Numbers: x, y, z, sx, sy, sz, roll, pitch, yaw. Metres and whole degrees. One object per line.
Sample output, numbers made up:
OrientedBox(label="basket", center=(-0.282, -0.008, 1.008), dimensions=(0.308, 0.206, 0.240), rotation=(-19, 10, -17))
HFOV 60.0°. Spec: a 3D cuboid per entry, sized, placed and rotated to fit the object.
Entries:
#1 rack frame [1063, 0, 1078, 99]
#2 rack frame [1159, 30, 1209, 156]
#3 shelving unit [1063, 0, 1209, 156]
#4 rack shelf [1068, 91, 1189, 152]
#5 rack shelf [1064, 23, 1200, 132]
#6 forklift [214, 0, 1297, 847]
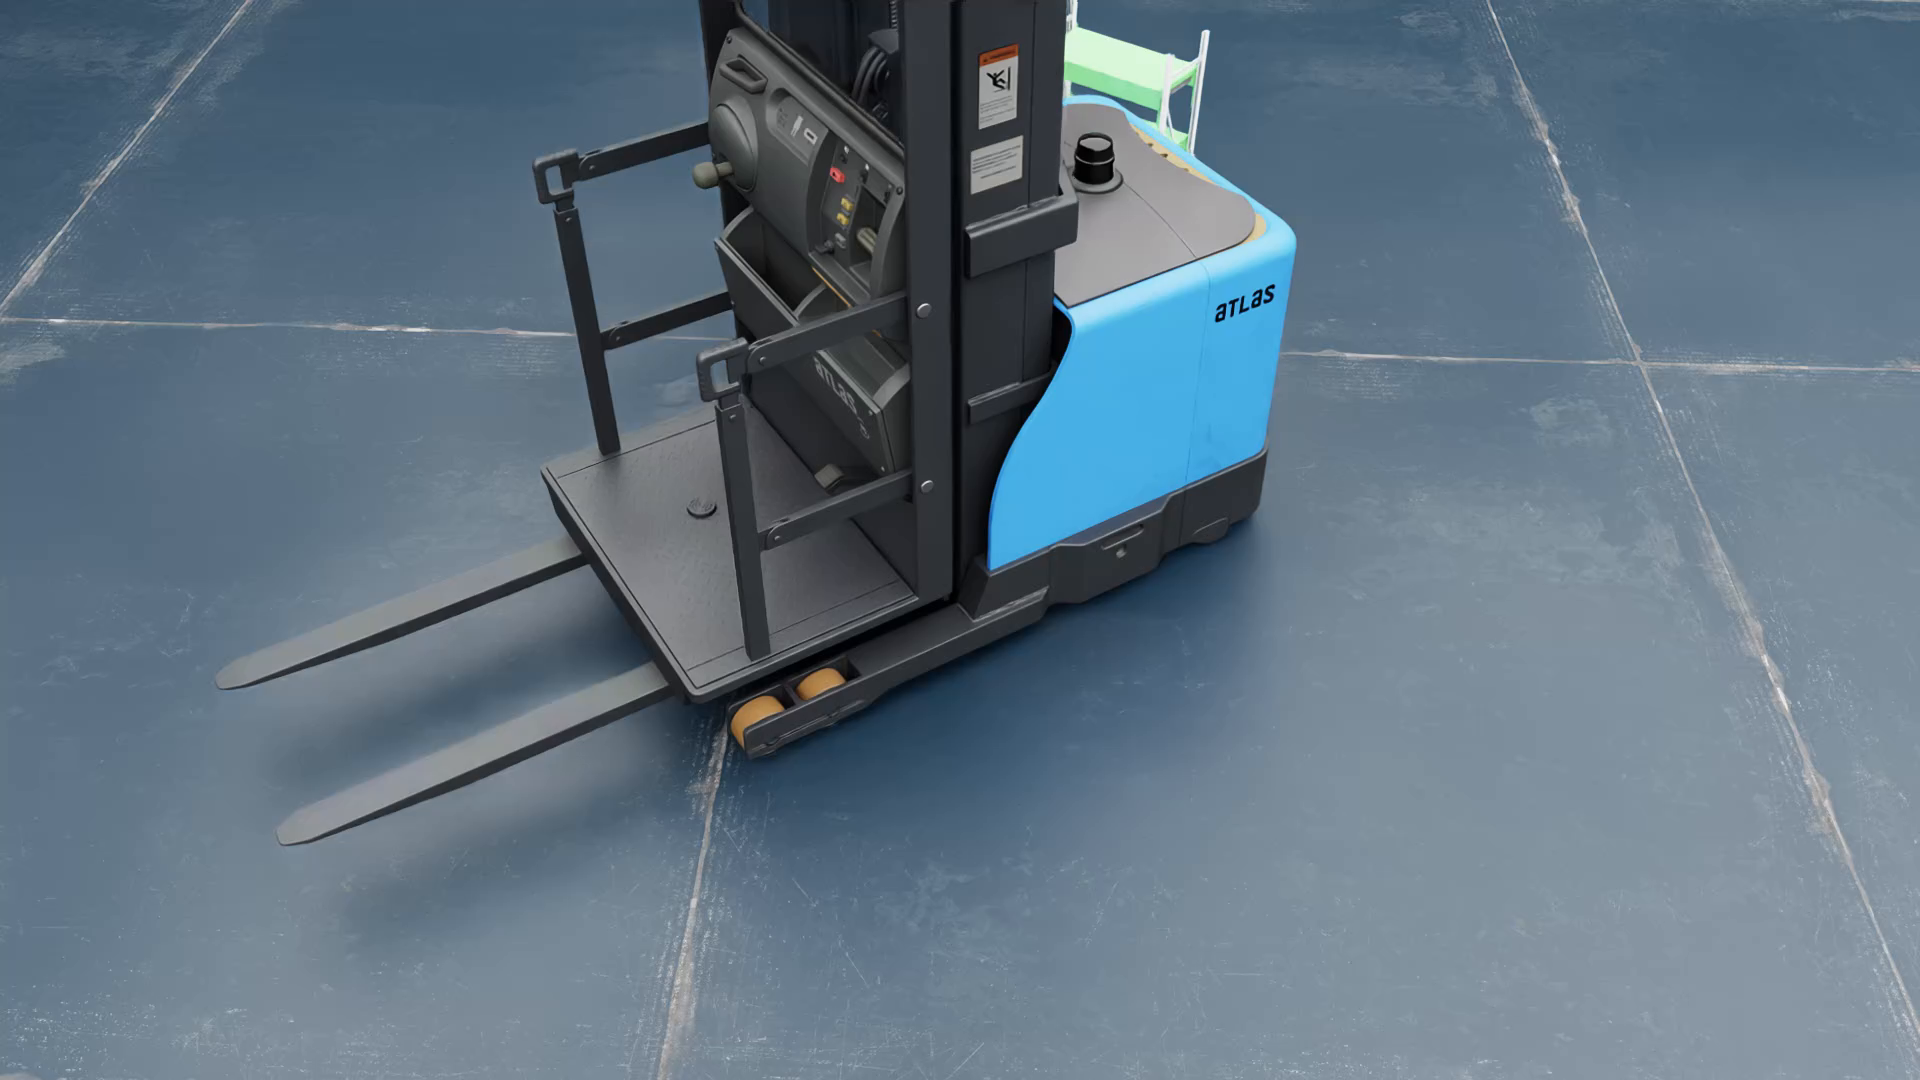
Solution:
OrientedBox(label="rack frame", center=(0.290, -1.271, 5.724), dimensions=(0.015, 1.200, 0.240), rotation=(26, 46, 25))
OrientedBox(label="rack frame", center=(0.685, -1.076, 5.515), dimensions=(0.015, 1.200, 0.240), rotation=(26, 46, 25))
OrientedBox(label="shelving unit", center=(0.487, -1.173, 5.619), dimensions=(0.503, 1.200, 0.258), rotation=(26, 46, 25))
OrientedBox(label="rack shelf", center=(0.493, -1.307, 5.505), dimensions=(0.480, 0.148, 0.258), rotation=(26, 46, 25))
OrientedBox(label="rack shelf", center=(0.501, -1.490, 5.349), dimensions=(0.480, 0.148, 0.258), rotation=(26, 46, 25))
OrientedBox(label="forklift", center=(-0.569, -0.890, 4.055), dimensions=(3.031, 2.935, 1.130), rotation=(-23, 48, -23))
